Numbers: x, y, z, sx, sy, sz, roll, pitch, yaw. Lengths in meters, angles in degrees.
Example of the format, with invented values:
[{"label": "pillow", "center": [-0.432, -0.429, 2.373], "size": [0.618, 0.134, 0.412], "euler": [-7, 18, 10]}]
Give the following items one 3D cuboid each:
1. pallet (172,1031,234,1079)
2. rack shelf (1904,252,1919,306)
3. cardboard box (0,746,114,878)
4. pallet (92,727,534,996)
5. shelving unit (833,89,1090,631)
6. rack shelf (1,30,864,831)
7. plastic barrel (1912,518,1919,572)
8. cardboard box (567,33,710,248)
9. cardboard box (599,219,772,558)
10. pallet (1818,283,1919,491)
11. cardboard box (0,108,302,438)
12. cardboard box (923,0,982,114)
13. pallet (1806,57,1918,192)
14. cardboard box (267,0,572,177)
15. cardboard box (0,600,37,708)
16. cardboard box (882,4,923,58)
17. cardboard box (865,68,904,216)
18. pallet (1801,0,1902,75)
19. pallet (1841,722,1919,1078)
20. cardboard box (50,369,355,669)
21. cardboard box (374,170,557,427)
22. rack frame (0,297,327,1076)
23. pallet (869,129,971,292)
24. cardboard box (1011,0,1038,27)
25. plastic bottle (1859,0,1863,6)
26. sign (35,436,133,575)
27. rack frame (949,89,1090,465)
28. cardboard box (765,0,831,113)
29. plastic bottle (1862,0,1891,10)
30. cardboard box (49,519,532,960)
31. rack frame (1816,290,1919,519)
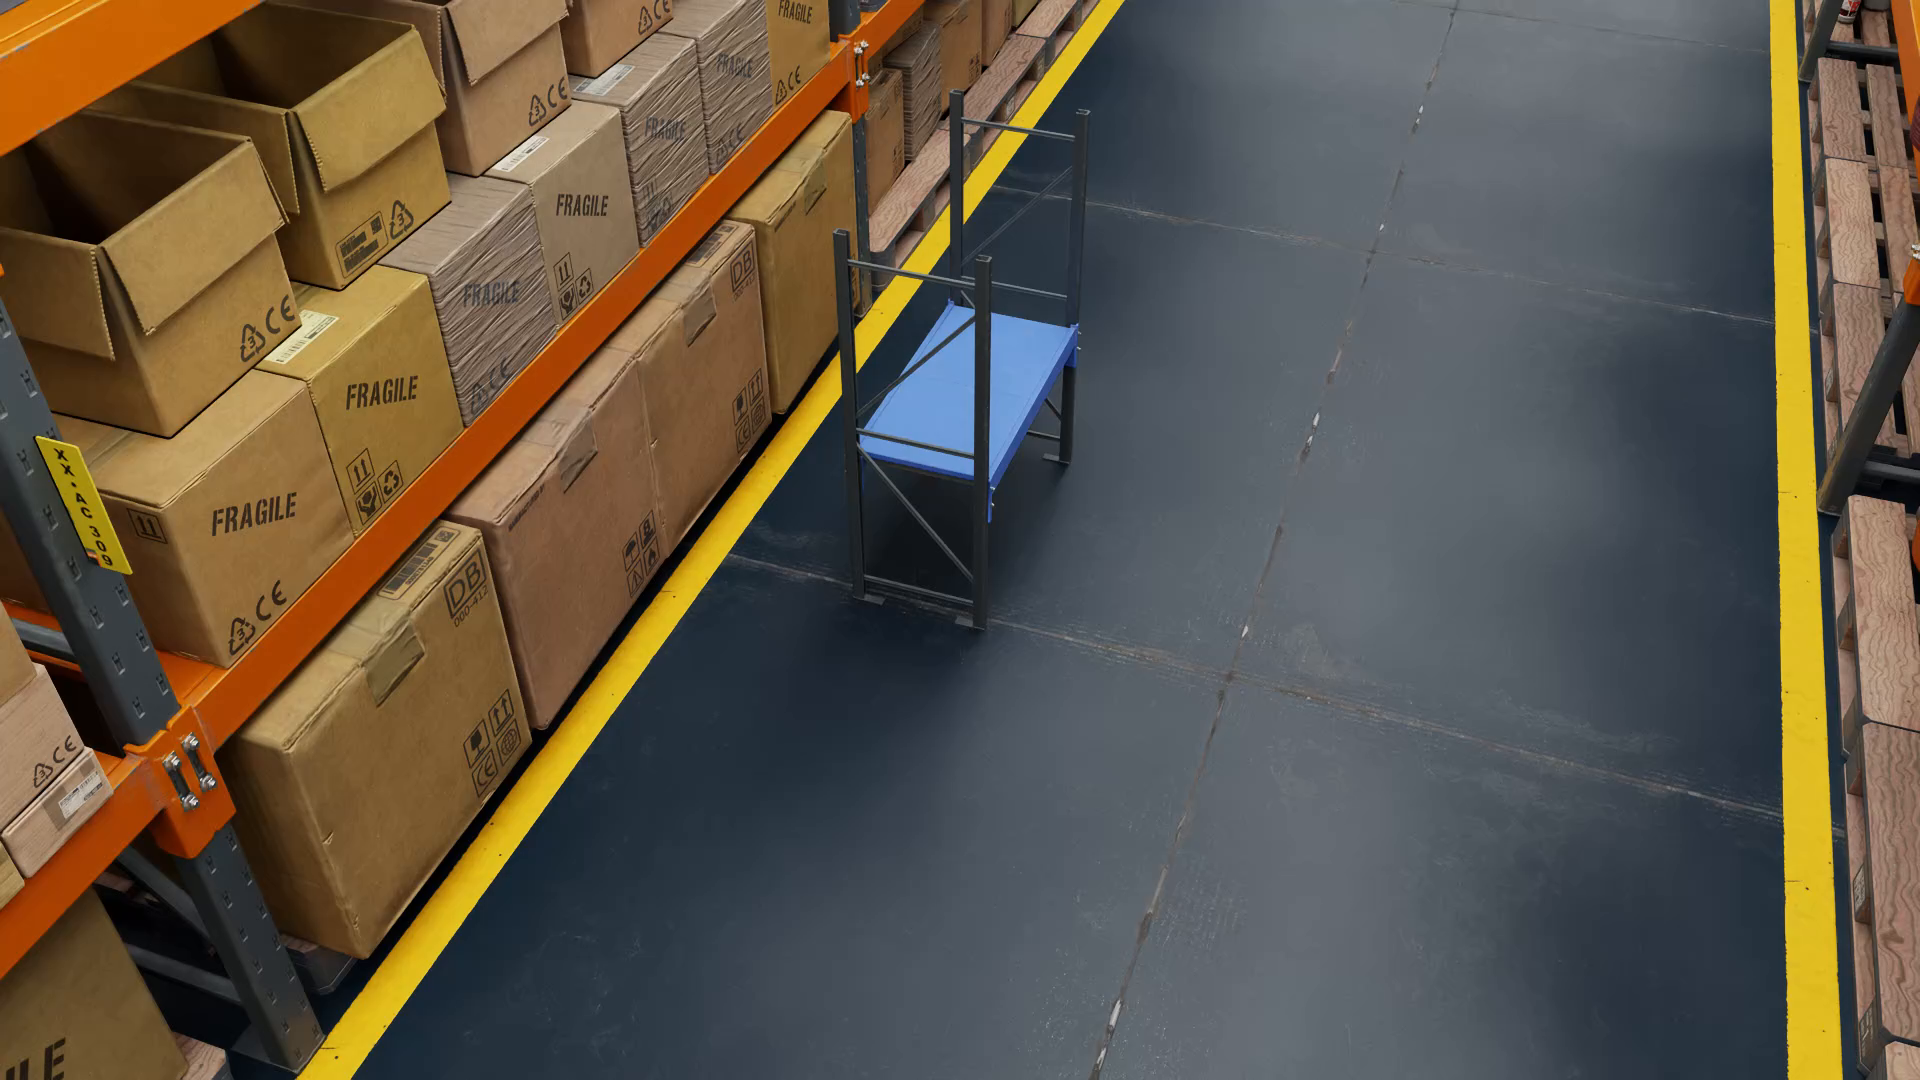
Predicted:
[{"label": "pallet", "center": [-2.585, 1.680, 4.118], "size": [1.003, 0.211, 1.213], "euler": [13, 42, 15]}, {"label": "rack shelf", "center": [3.087, 0.326, 4.111], "size": [1.077, 0.370, 4.000], "euler": [13, 42, 15]}, {"label": "cardboard box", "center": [-2.048, 0.527, 3.515], "size": [0.380, 0.149, 0.250], "euler": [14, 42, 15]}, {"label": "pallet", "center": [-2.058, 0.746, 5.213], "size": [1.003, 0.211, 1.213], "euler": [13, 42, 15]}, {"label": "shelving unit", "center": [0.029, -0.623, 5.824], "size": [0.538, 1.500, 1.048], "euler": [13, 42, 15]}, {"label": "rack shelf", "center": [-1.567, -0.773, 5.400], "size": [1.077, 0.370, 4.000], "euler": [13, 42, 15]}, {"label": "plastic barrel", "center": [3.620, -0.200, 5.521], "size": [0.600, 0.830, 0.708], "euler": [13, 42, 15]}, {"label": "cardboard box", "center": [-1.170, -1.329, 5.419], "size": [0.500, 0.500, 0.500], "euler": [12, 42, 14]}, {"label": "cardboard box", "center": [-1.451, -0.660, 6.026], "size": [1.225, 0.875, 0.875], "euler": [13, 42, 15]}, {"label": "pallet", "center": [4.072, -0.571, 6.756], "size": [1.003, 0.211, 1.213], "euler": [13, 42, 15]}, {"label": "cardboard box", "center": [-2.040, -0.638, 3.837], "size": [0.797, 0.503, 0.637], "euler": [12, 42, 14]}, {"label": "cardboard box", "center": [-0.308, -2.585, 8.556], "size": [0.700, 0.500, 0.500], "euler": [17, 43, 19]}, {"label": "pallet", "center": [4.907, -2.059, 8.501], "size": [1.003, 0.211, 1.213], "euler": [13, 42, 15]}, {"label": "cardboard box", "center": [-1.597, -1.437, 4.773], "size": [0.797, 0.503, 0.637], "euler": [15, 43, 16]}, {"label": "cardboard box", "center": [-2.157, 0.171, 3.047], "size": [0.500, 0.500, 0.500], "euler": [14, 43, 16]}, {"label": "cardboard box", "center": [-0.511, -2.510, 7.890], "size": [0.500, 0.250, 0.500], "euler": [18, 44, 20]}, {"label": "cardboard box", "center": [-0.673, -1.896, 7.749], "size": [0.700, 0.500, 0.500], "euler": [11, 42, 13]}, {"label": "pallet", "center": [5.408, -2.947, 9.541], "size": [1.003, 0.211, 1.213], "euler": [13, 42, 15]}, {"label": "pallet", "center": [3.122, 1.125, 4.769], "size": [1.003, 0.211, 1.213], "euler": [13, 42, 15]}, {"label": "cardboard box", "center": [-1.859, -0.090, 3.968], "size": [0.500, 0.500, 0.500], "euler": [13, 42, 15]}, {"label": "cardboard box", "center": [-1.516, -0.702, 4.685], "size": [0.500, 0.500, 0.500], "euler": [12, 42, 14]}, {"label": "rack frame", "center": [-2.251, 0.173, 3.736], "size": [1.000, 3.000, 0.127], "euler": [13, 42, 15]}, {"label": "pallet", "center": [-0.615, -1.682, 8.059], "size": [1.003, 0.211, 1.213], "euler": [13, 42, 15]}, {"label": "cardboard box", "center": [0.074, -3.267, 9.355], "size": [0.700, 0.500, 0.500], "euler": [13, 42, 15]}, {"label": "plastic bottle", "center": [5.088, -3.224, 9.419], "size": [0.144, 0.351, 0.185], "euler": [12, 42, 14]}, {"label": "sign", "center": [-1.729, -0.064, 3.287], "size": [0.100, 0.325, 0.005], "euler": [13, 42, 15]}, {"label": "rack frame", "center": [0.203, -0.933, 6.188], "size": [0.500, 1.500, 0.032], "euler": [13, 42, 15]}, {"label": "cardboard box", "center": [-0.819, -1.949, 6.146], "size": [0.500, 0.500, 0.500], "euler": [15, 43, 16]}, {"label": "plastic bottle", "center": [5.224, -3.192, 9.382], "size": [0.144, 0.351, 0.185], "euler": [13, 42, 15]}, {"label": "cardboard box", "center": [-2.051, 0.426, 4.753], "size": [1.225, 0.875, 0.875], "euler": [13, 42, 15]}, {"label": "rack frame", "center": [3.771, -1.168, 5.308], "size": [1.000, 3.000, 0.127], "euler": [13, 42, 15]}]
